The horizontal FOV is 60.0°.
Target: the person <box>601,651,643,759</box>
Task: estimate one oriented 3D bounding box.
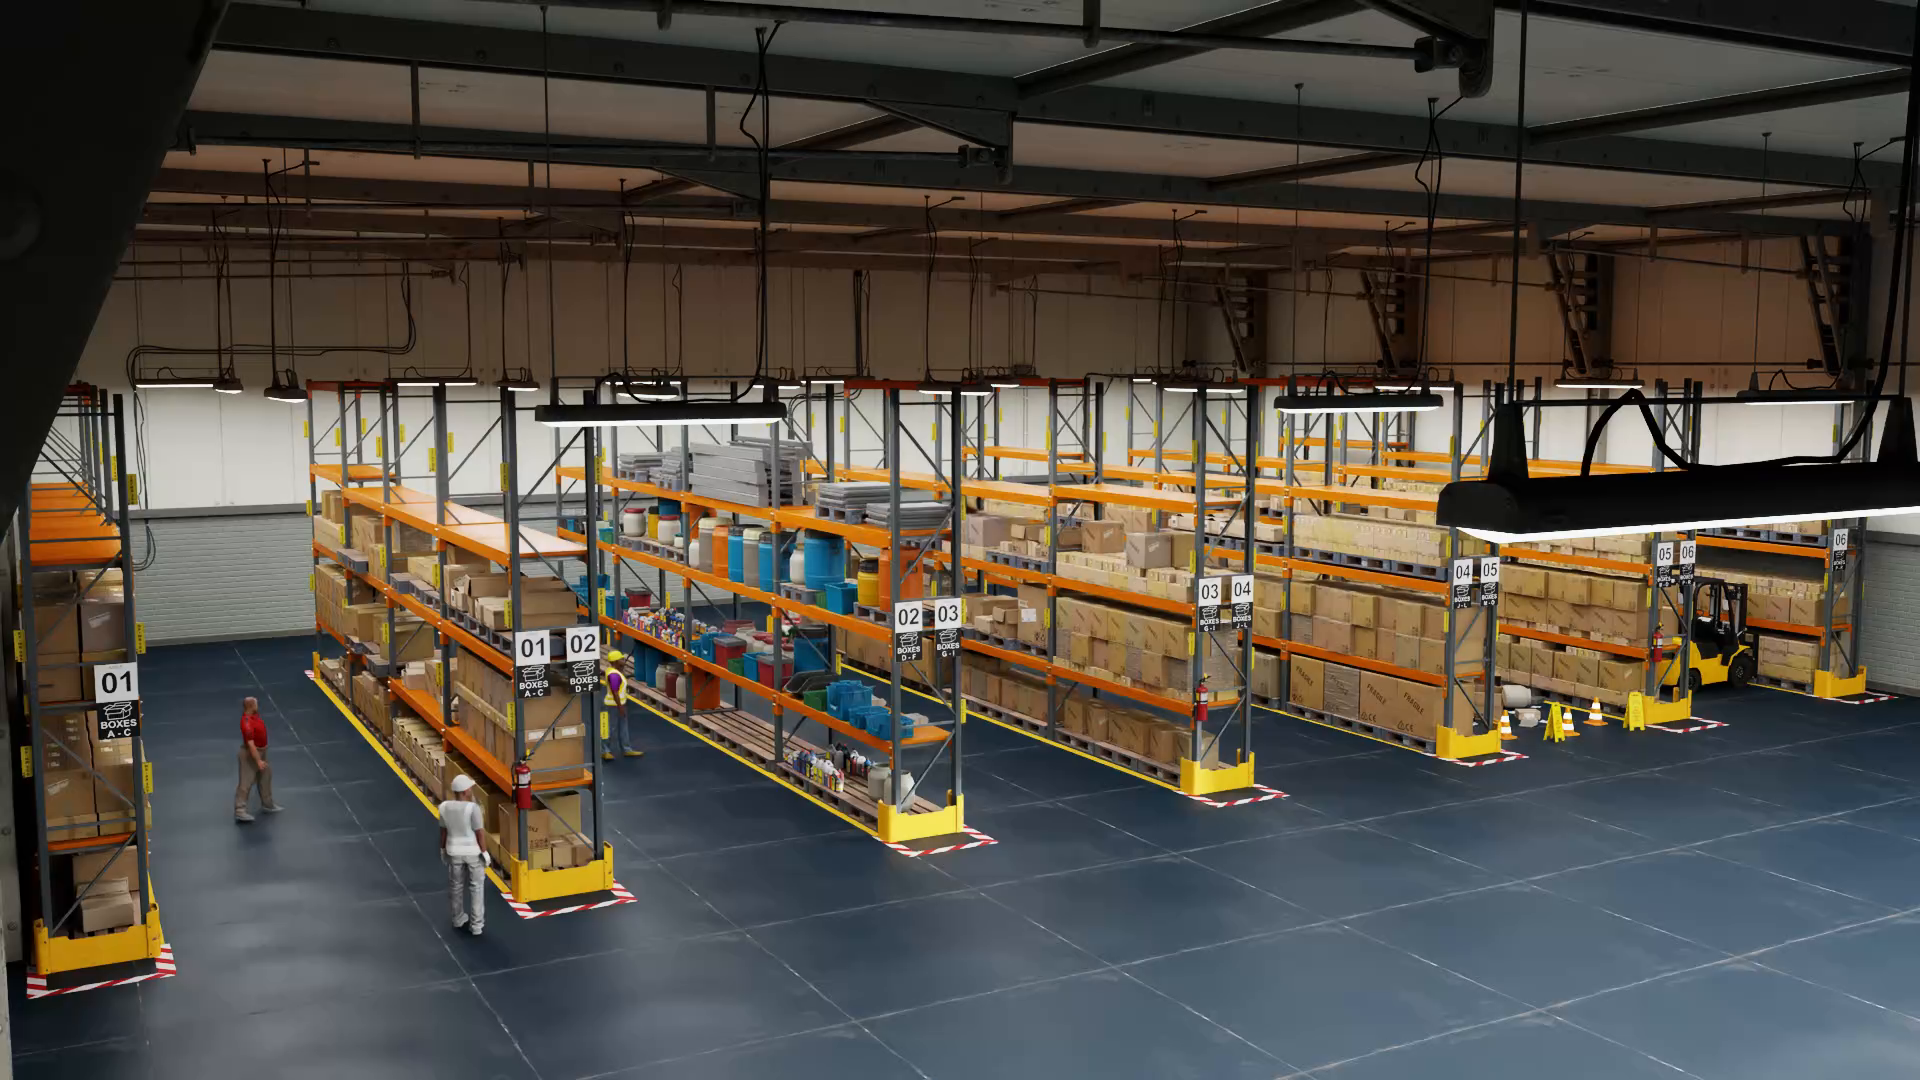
[{"bbox_3d":[-5.460,2.638,26.600,0.614,1.766,0.614,1,6,7],"label":"person"}]

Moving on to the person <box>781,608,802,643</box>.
[{"bbox_3d":[-3.441,1.801,34.300,0.566,1.746,0.994,-3,7,-29],"label":"person"}]

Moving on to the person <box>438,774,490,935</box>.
[{"bbox_3d":[-5.518,3.473,18.608,0.569,1.782,0.584,0,6,0],"label":"person"}]

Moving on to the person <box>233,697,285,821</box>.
[{"bbox_3d":[-9.839,3.029,23.230,0.545,1.761,0.709,-1,6,-6],"label":"person"}]
